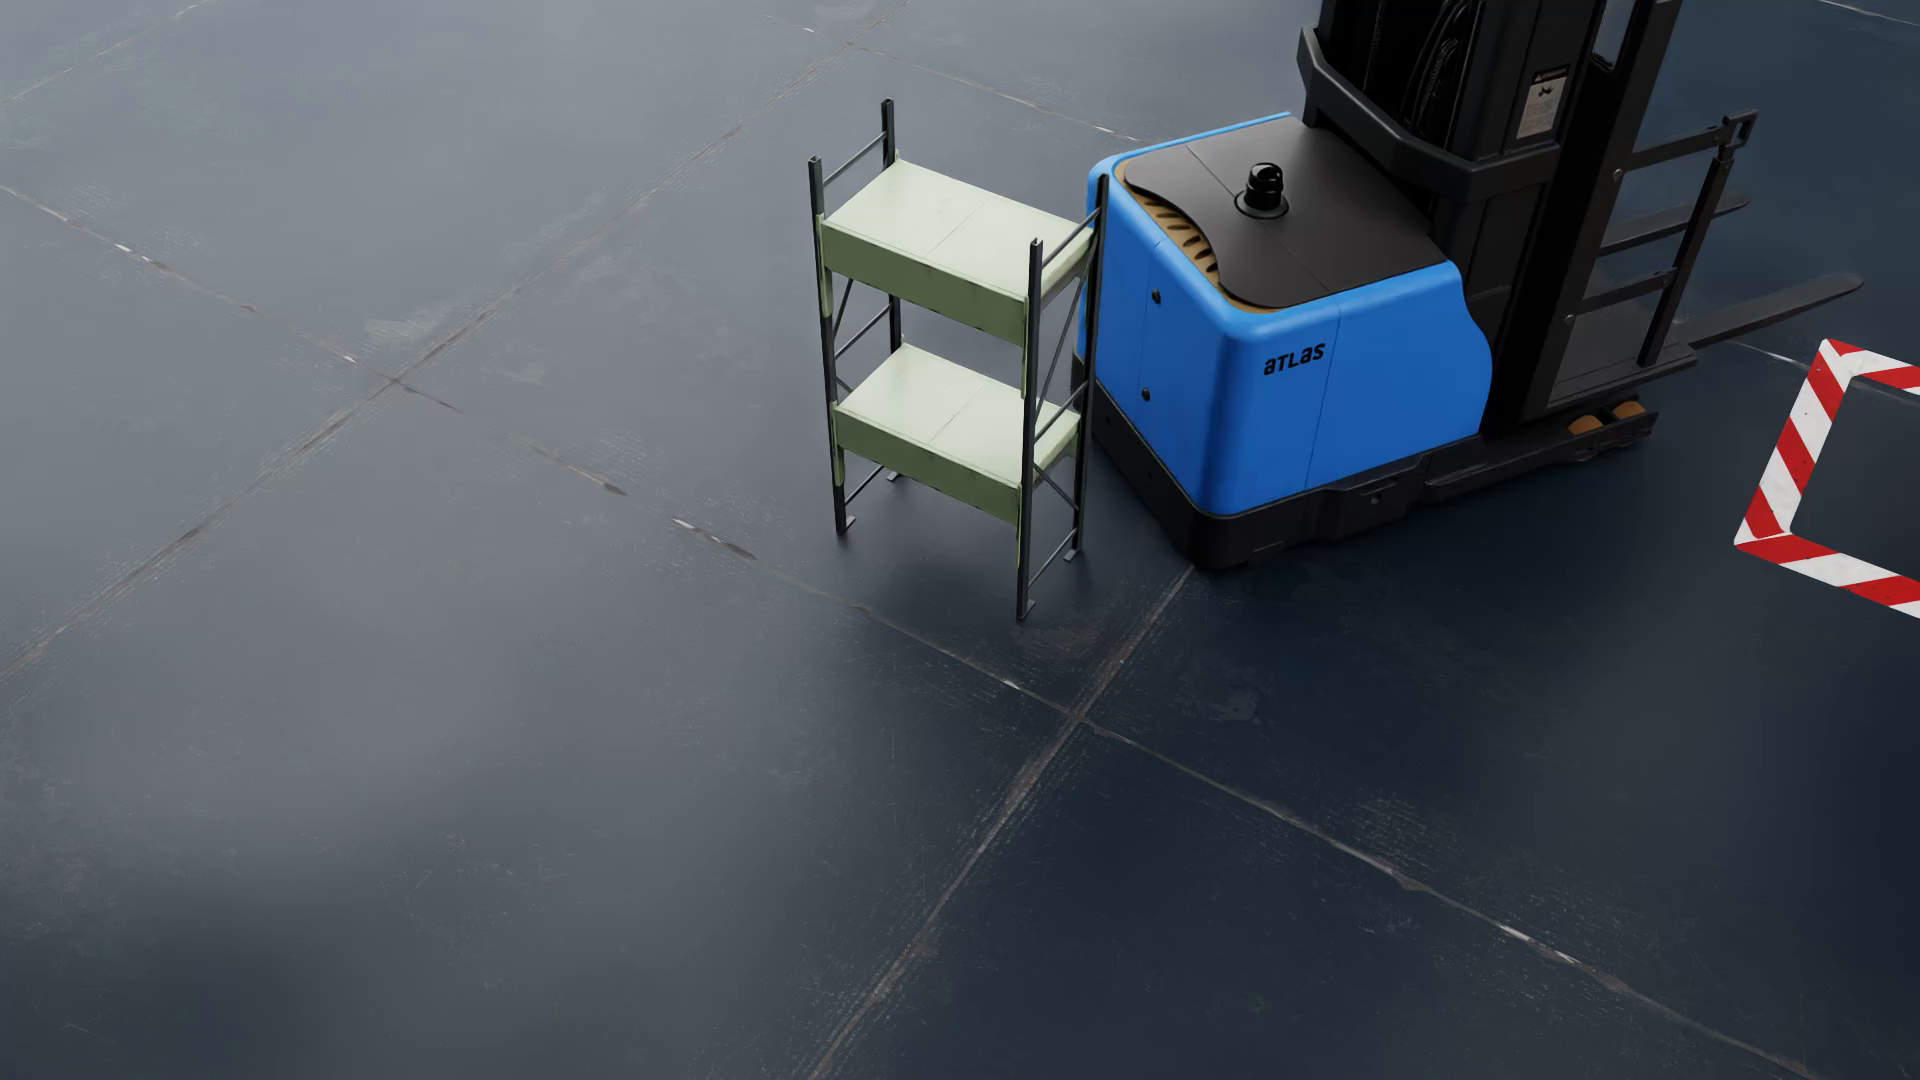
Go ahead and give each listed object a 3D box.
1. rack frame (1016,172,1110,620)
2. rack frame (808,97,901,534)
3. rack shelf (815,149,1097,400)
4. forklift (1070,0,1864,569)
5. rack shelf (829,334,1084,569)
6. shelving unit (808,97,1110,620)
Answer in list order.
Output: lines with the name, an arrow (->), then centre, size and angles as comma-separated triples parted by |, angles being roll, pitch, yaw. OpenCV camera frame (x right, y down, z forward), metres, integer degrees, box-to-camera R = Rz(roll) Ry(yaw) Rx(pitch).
rack frame -> 0.302, -0.384, 5.077 | 0.023, 1.500, 0.400 | 25, 51, 22
rack frame -> -0.314, -0.667, 5.352 | 0.023, 1.500, 0.400 | 25, 51, 22
rack shelf -> -0.006, -0.797, 4.935 | 0.720, 0.370, 0.431 | 25, 51, 22
forklift -> 1.969, -1.636, 5.296 | 3.031, 2.935, 1.130 | -18, 48, -17
rack shelf -> -0.006, -0.298, 5.448 | 0.720, 0.370, 0.431 | 25, 51, 22
shelving unit -> -0.006, -0.525, 5.215 | 0.755, 1.500, 0.431 | 25, 51, 22
